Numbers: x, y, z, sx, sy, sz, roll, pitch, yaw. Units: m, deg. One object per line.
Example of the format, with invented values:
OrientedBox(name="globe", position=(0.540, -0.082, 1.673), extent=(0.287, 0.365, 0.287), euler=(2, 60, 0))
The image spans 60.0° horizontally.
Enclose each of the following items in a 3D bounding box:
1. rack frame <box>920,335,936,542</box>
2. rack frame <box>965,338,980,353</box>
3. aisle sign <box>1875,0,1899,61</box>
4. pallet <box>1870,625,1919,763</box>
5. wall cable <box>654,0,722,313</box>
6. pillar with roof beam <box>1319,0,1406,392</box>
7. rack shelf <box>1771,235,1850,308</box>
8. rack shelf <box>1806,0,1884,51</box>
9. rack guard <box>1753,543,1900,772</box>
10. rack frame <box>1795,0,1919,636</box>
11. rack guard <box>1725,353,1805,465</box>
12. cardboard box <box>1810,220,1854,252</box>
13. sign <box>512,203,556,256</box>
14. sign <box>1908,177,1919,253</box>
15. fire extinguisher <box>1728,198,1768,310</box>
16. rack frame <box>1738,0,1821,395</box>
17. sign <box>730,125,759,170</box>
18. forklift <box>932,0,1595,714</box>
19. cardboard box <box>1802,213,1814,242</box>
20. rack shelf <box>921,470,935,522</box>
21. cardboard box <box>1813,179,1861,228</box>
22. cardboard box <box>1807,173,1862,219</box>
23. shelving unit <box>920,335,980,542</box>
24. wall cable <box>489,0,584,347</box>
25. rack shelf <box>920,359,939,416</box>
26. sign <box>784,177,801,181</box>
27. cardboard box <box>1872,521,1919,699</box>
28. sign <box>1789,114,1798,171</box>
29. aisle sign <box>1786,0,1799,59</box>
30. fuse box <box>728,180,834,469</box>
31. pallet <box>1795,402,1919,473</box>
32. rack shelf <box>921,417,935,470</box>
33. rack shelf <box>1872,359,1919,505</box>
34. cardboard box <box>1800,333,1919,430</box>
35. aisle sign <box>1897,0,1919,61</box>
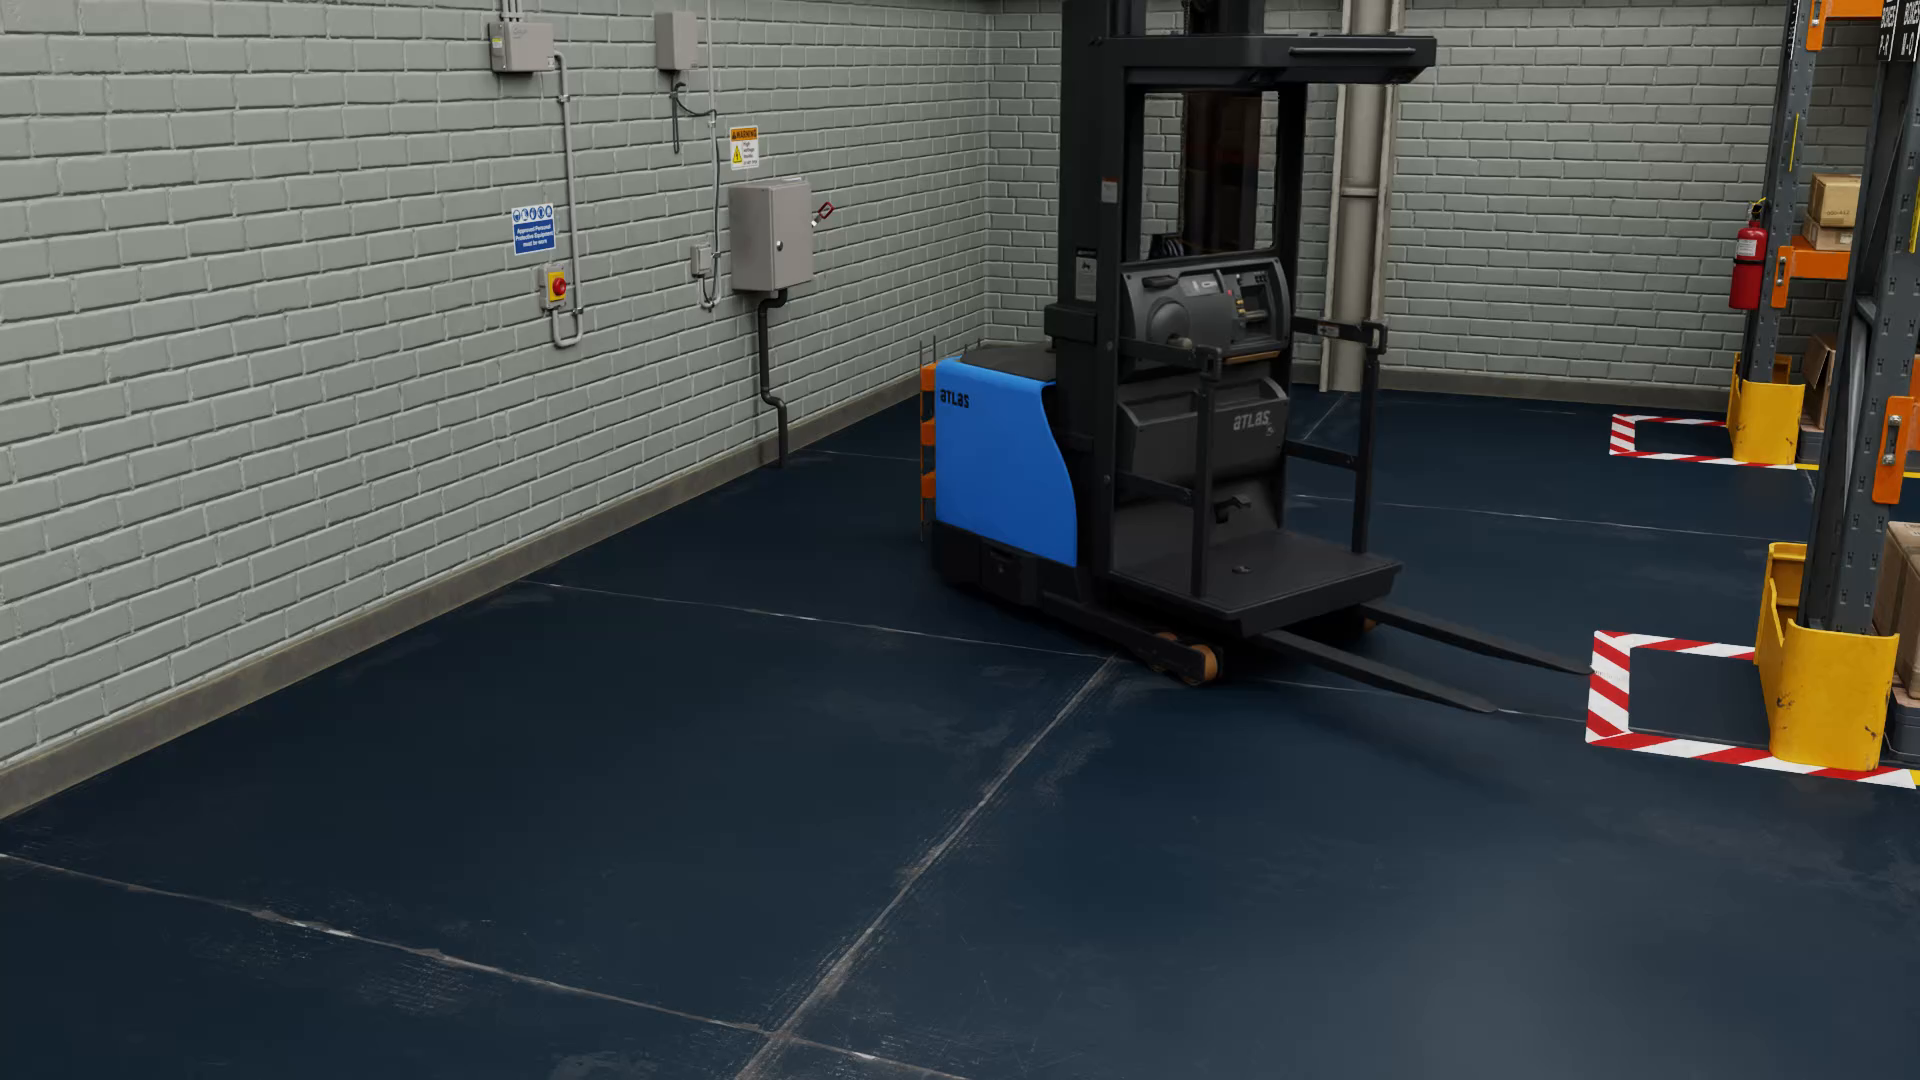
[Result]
OrientedBox(name="rack frame", position=(-0.163, -0.522, 8.589), extent=(0.008, 1.050, 0.200), euler=(6, 17, 21))
OrientedBox(name="rack frame", position=(0.064, -0.497, 8.503), extent=(0.008, 1.050, 0.200), euler=(6, 17, 21))
OrientedBox(name="aisle sign", position=(3.352, -2.120, 5.933), extent=(0.004, 0.787, 0.394), euler=(6, 17, 21))
OrientedBox(name="pallet", position=(4.078, 0.617, 6.170), extent=(1.213, 0.211, 1.003), euler=(6, 17, 21))
OrientedBox(name="wall cable", position=(-1.439, -2.211, 9.089), extent=(0.122, 1.984, 0.588), euler=(6, 17, 21))
OrientedBox(name="pillar with roof beam", position=(1.366, -4.346, 7.502), extent=(0.400, 9.000, 9.100), euler=(6, 17, 21))
OrientedBox(name="rack shelf", position=(6.983, -1.521, 9.825), extent=(4.000, 0.370, 1.077), euler=(6, 17, 21))
OrientedBox(name="rack shelf", position=(6.983, -2.962, 9.406), extent=(4.000, 0.370, 1.077), euler=(6, 17, 21))
OrientedBox(name="rack guard", position=(3.283, 0.414, 6.350), extent=(0.348, 0.500, 1.175), euler=(6, 17, 21))
OrientedBox(name="rack frame", position=(3.305, -0.784, 5.993), extent=(0.127, 3.000, 1.000), euler=(6, 17, 21))
OrientedBox(name="rack guard", position=(5.194, -0.863, 10.751), extent=(0.348, 0.500, 1.175), euler=(6, 17, 21))
OrientedBox(name="cardboard box", position=(5.328, -1.846, 10.103), extent=(0.250, 0.149, 0.380), euler=(6, 17, 20))
OrientedBox(name="sign", position=(-2.024, -1.478, 7.900), extent=(0.001, 0.218, 0.327), euler=(6, 17, 21))
OrientedBox(name="sign", position=(3.096, -1.094, 5.368), extent=(0.005, 0.325, 0.100), euler=(6, 17, 21))
OrientedBox(name="fire extinguisher", position=(4.816, -1.750, 10.131), extent=(0.183, 0.674, 0.296), euler=(6, 17, 21))
OrientedBox(name="rack frame", position=(5.123, -2.072, 10.429), extent=(0.127, 3.000, 1.000), euler=(6, 17, 21))
OrientedBox(name="sign", position=(-1.255, -2.288, 9.693), extent=(0.001, 0.242, 0.339), euler=(6, 17, 21))
OrientedBox(name="forklift", position=(1.171, -0.980, 6.790), extent=(1.130, 2.935, 3.031), euler=(-12, 20, -36))
OrientedBox(name="cardboard box", position=(5.530, -1.987, 10.587), extent=(0.250, 0.149, 0.380), euler=(6, 17, 20))
OrientedBox(name="rack shelf", position=(-0.050, -0.233, 8.627), extent=(0.240, 0.259, 0.215), euler=(6, 17, 21))
OrientedBox(name="cardboard box", position=(5.446, -2.026, 10.008), extent=(0.500, 0.250, 0.500), euler=(6, 17, 21))
OrientedBox(name="cardboard box", position=(5.648, -2.164, 10.483), extent=(0.500, 0.250, 0.500), euler=(7, 18, 22))
OrientedBox(name="shelving unit", position=(-0.050, -0.510, 8.546), extent=(0.252, 1.050, 0.215), euler=(6, 17, 21))
OrientedBox(name="wall cable", position=(-1.949, -1.858, 7.813), extent=(0.123, 1.953, 0.585), euler=(6, 17, 21))
OrientedBox(name="rack shelf", position=(-0.050, -0.772, 8.470), extent=(0.240, 0.259, 0.215), euler=(6, 17, 21))
OrientedBox(name="sign", position=(-1.054, -1.988, 10.312), extent=(0.001, 0.494, 0.329), euler=(6, 17, 21))
OrientedBox(name="cardboard box", position=(3.956, 0.287, 6.149), extent=(0.875, 0.438, 0.875), euler=(6, 17, 19))
OrientedBox(name="sign", position=(4.924, -2.347, 9.824), extent=(0.005, 0.325, 0.100), euler=(6, 17, 21))
OrientedBox(name="aisle sign", position=(4.952, -3.251, 9.828), extent=(0.004, 0.787, 0.394), euler=(6, 17, 21))
OrientedBox(name="fuse box", position=(-1.042, -1.266, 9.964), extent=(0.414, 1.711, 0.539), euler=(6, 17, 21))
OrientedBox(name="pallet", position=(5.936, -0.643, 10.511), extent=(1.213, 0.211, 1.003), euler=(6, 17, 21))
OrientedBox(name="rack shelf", position=(-0.050, -0.499, 8.549), extent=(0.240, 0.259, 0.215), euler=(6, 17, 21))
OrientedBox(name="rack shelf", position=(5.166, -0.234, 5.389), extent=(4.000, 0.370, 1.077), euler=(6, 17, 21))
OrientedBox(name="cardboard box", position=(5.657, -0.987, 10.418), extent=(0.637, 0.503, 0.797), euler=(6, 17, 18))
OrientedBox(name="aisle sign", position=(3.132, -1.964, 5.397), extent=(0.004, 0.787, 0.394), euler=(6, 17, 21))
